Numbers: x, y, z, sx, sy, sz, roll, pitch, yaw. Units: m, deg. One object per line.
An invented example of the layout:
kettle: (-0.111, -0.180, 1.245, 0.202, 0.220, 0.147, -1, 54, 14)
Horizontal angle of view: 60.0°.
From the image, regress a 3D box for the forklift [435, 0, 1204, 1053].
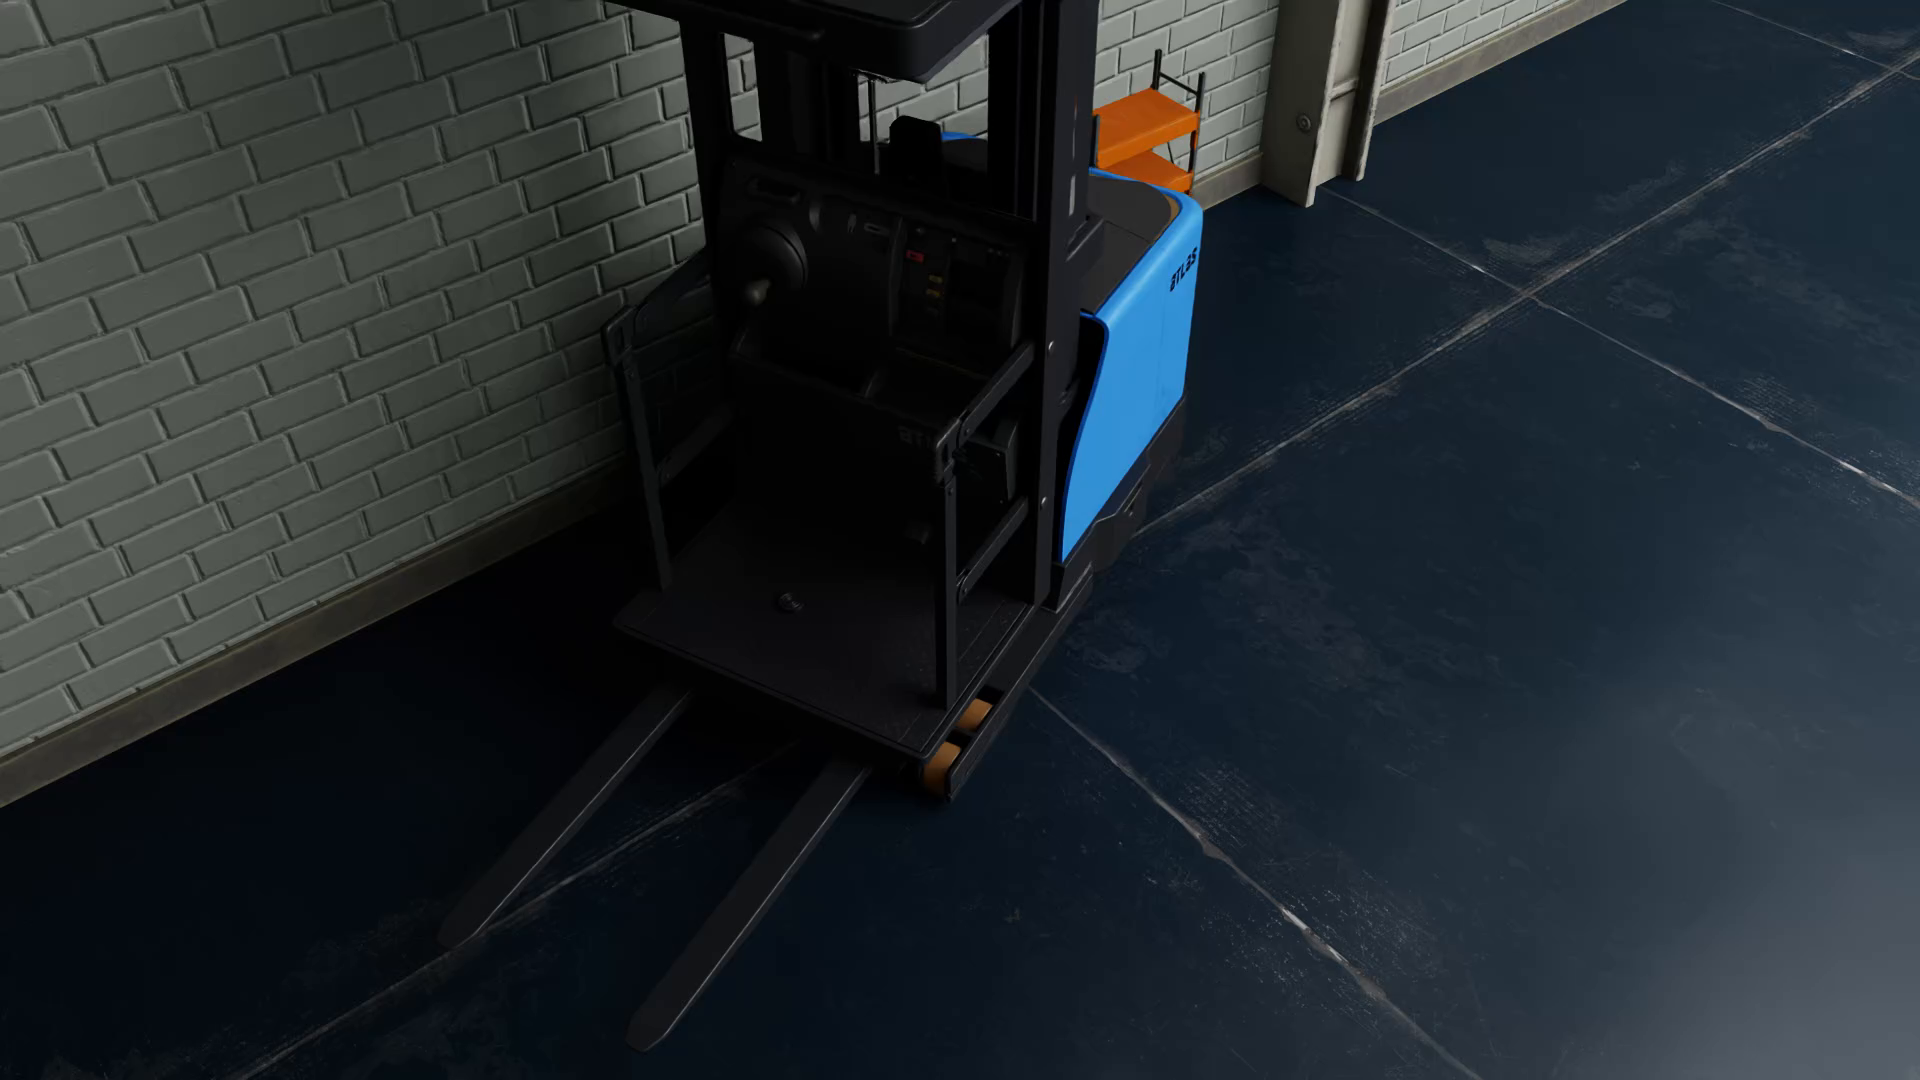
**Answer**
forklift: (-0.346, -0.664, 4.316, 1.130, 2.935, 3.031, 20, 47, 20)

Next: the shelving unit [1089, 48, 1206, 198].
shelving unit: (0.568, -1.116, 6.056, 0.503, 1.200, 0.258, -28, 50, -28)

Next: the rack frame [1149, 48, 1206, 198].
rack frame: (0.759, -1.217, 6.169, 0.015, 1.200, 0.240, -28, 50, -28)

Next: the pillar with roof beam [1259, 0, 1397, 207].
pillar with roof beam: (4.332, -2.646, 1.994, 0.400, 9.000, 9.100, -30, 51, -28)

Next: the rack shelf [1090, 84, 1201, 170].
rack shelf: (0.572, -1.406, 5.790, 0.480, 0.148, 0.258, -28, 50, -28)

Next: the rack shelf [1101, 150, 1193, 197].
rack shelf: (0.569, -1.231, 5.950, 0.480, 0.148, 0.258, -28, 50, -28)

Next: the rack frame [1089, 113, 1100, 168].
rack frame: (0.377, -1.015, 5.943, 0.015, 1.200, 0.240, -28, 50, -28)
